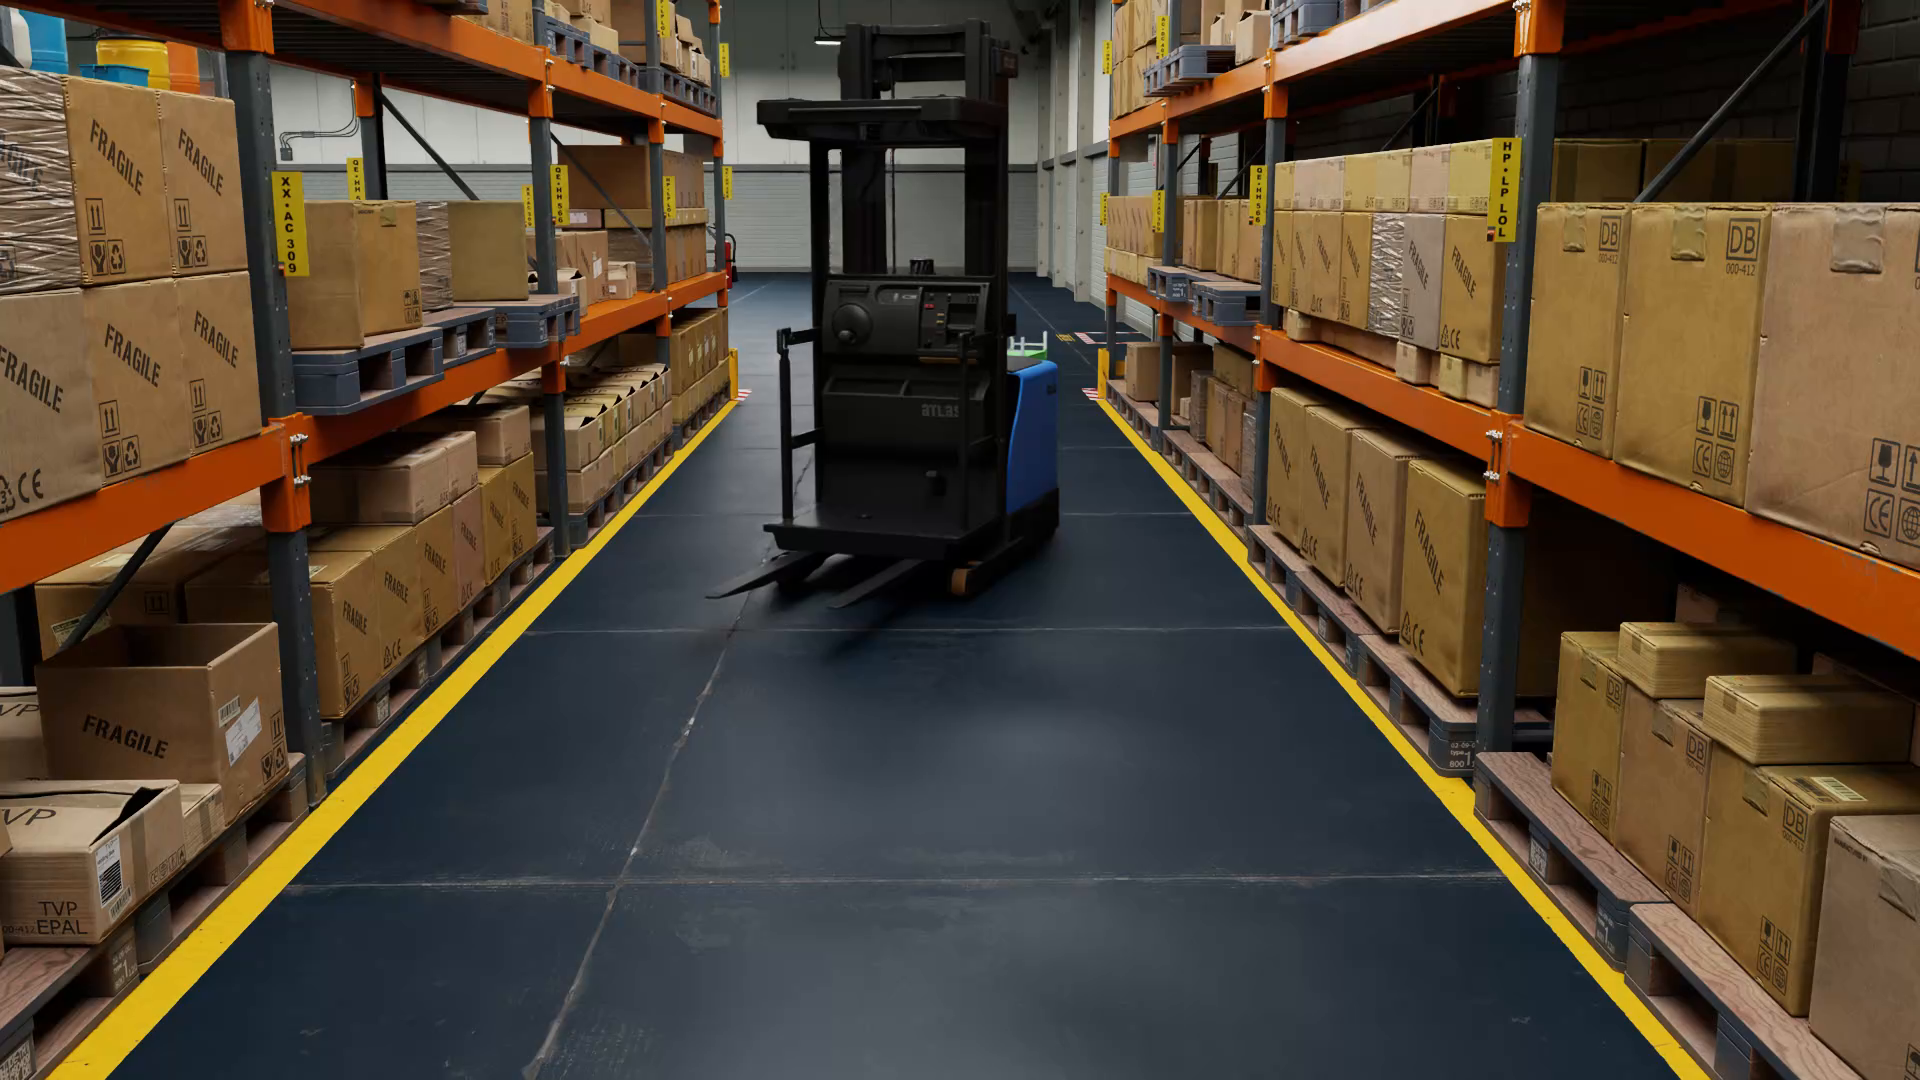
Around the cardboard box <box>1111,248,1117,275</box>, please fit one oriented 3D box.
[{"bbox_3d":[1.754,-2.714,16.220,0.500,0.250,0.500,-1,11,-3],"label":"cardboard box"}]

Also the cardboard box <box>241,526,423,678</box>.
[{"bbox_3d":[-2.457,0.233,6.544,0.500,0.500,0.500,0,11,0],"label":"cardboard box"}]

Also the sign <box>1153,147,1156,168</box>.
[{"bbox_3d":[2.878,-5.666,24.612,0.001,0.298,0.199,0,11,-1],"label":"sign"}]

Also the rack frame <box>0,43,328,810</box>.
[{"bbox_3d":[-2.668,-0.573,5.338,1.000,3.000,0.127,0,11,-1],"label":"rack frame"}]

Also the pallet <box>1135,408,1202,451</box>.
[{"bbox_3d":[2.070,-0.951,14.216,1.003,0.211,1.213,0,11,-1],"label":"pallet"}]

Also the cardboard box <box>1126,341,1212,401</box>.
[{"bbox_3d":[1.937,-1.573,15.447,0.700,0.500,0.500,-1,12,-5],"label":"cardboard box"}]

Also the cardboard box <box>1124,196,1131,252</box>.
[{"bbox_3d":[1.773,-2.883,15.168,0.500,0.500,0.500,0,11,1],"label":"cardboard box"}]

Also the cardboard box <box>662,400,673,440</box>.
[{"bbox_3d":[-2.535,-0.940,13.008,0.500,0.250,0.500,0,11,-2],"label":"cardboard box"}]

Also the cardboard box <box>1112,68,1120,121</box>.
[{"bbox_3d":[1.793,-4.441,16.557,0.500,0.500,0.500,0,11,0],"label":"cardboard box"}]

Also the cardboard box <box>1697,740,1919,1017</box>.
[{"bbox_3d":[2.212,0.776,3.919,0.700,0.500,0.500,0,11,0],"label":"cardboard box"}]

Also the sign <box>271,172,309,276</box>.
[{"bbox_3d":[-2.126,-1.001,5.271,0.100,0.325,0.005,0,11,-1],"label":"sign"}]

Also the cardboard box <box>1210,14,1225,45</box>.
[{"bbox_3d":[2.063,-3.585,11.809,0.500,0.311,0.500,0,11,1],"label":"cardboard box"}]

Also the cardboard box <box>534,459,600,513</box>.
[{"bbox_3d":[-2.468,-0.332,10.008,0.500,0.250,0.500,0,11,-1],"label":"cardboard box"}]

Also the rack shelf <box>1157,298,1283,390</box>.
[{"bbox_3d":[2.160,-1.434,11.393,1.077,0.370,4.000,0,11,-1],"label":"rack shelf"}]

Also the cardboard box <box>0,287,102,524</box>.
[{"bbox_3d":[-2.377,-0.319,3.835,0.500,0.500,0.500,0,11,0],"label":"cardboard box"}]

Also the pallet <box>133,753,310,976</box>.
[{"bbox_3d":[-2.655,0.930,4.943,1.003,0.211,1.213,0,11,-1],"label":"pallet"}]

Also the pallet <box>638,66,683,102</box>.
[{"bbox_3d":[-2.877,-3.759,13.723,1.003,0.211,1.213,0,11,-1],"label":"pallet"}]

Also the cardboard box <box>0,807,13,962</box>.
[{"bbox_3d":[-2.625,0.808,3.702,0.797,0.503,0.637,0,11,-1],"label":"cardboard box"}]

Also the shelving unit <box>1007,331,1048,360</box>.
[{"bbox_3d":[0.358,-0.696,10.474,0.258,1.200,0.503,4,12,19],"label":"shelving unit"}]

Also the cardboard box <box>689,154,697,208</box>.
[{"bbox_3d":[-2.902,-3.435,15.933,0.700,0.500,0.500,-1,11,-3],"label":"cardboard box"}]

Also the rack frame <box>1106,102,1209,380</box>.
[{"bbox_3d":[2.036,-2.979,17.200,1.000,3.000,0.127,0,11,-1],"label":"rack frame"}]

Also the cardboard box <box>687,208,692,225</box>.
[{"bbox_3d":[-2.690,-2.993,15.383,0.380,0.149,0.250,0,11,0],"label":"cardboard box"}]

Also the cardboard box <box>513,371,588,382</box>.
[{"bbox_3d":[-3.069,-1.113,12.452,0.500,0.311,0.500,0,11,-2],"label":"cardboard box"}]

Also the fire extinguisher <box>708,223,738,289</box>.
[{"bbox_3d":[-2.454,-2.946,17.229,0.296,0.674,0.183,0,11,-1],"label":"fire extinguisher"}]

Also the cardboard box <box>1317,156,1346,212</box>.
[{"bbox_3d":[1.979,-1.664,7.779,0.500,0.250,0.500,0,11,-1],"label":"cardboard box"}]

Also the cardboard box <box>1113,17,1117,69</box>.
[{"bbox_3d":[1.801,-4.921,16.408,0.500,0.500,0.500,-1,12,-5],"label":"cardboard box"}]

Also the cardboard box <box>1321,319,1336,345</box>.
[{"bbox_3d":[2.022,-1.057,8.304,0.380,0.149,0.250,0,11,-2],"label":"cardboard box"}]

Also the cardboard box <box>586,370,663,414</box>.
[{"bbox_3d":[-2.522,-1.113,12.452,0.500,0.311,0.500,0,11,0],"label":"cardboard box"}]

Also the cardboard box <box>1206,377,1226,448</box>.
[{"bbox_3d":[2.211,-0.926,12.260,0.700,0.500,0.500,0,11,-2],"label":"cardboard box"}]

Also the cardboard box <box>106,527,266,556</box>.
[{"bbox_3d":[-2.967,0.241,6.505,0.500,0.500,0.500,0,11,-1],"label":"cardboard box"}]

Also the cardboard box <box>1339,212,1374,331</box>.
[{"bbox_3d":[1.985,-1.190,7.329,0.500,0.500,0.500,0,11,0],"label":"cardboard box"}]

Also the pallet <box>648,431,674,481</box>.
[{"bbox_3d":[-2.780,-0.650,12.733,1.003,0.211,1.213,0,11,-1],"label":"pallet"}]

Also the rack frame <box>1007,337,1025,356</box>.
[{"bbox_3d":[0.278,-0.651,10.249,0.240,1.200,0.015,4,12,19],"label":"rack frame"}]

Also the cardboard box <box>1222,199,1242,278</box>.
[{"bbox_3d":[2.134,-1.995,10.989,0.700,0.500,0.500,0,11,-1],"label":"cardboard box"}]

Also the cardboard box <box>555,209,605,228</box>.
[{"bbox_3d":[-3.054,-2.583,13.365,0.380,0.149,0.250,0,11,-1],"label":"cardboard box"}]

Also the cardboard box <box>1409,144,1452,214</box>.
[{"bbox_3d":[2.018,-1.359,6.280,0.500,0.250,0.500,0,11,0],"label":"cardboard box"}]

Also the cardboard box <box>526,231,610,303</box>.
[{"bbox_3d":[-2.823,-1.955,11.898,0.500,0.500,0.500,1,11,3],"label":"cardboard box"}]

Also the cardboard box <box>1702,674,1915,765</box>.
[{"bbox_3d":[2.033,0.429,3.999,0.380,0.149,0.250,-1,11,-3],"label":"cardboard box"}]

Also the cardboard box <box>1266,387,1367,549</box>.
[{"bbox_3d":[2.085,-0.395,8.810,0.750,0.750,0.750,0,11,-2],"label":"cardboard box"}]

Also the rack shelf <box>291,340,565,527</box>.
[{"bbox_3d":[-2.710,-0.618,7.370,1.077,0.370,4.000,0,11,-1],"label":"rack shelf"}]

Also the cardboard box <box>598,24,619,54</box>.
[{"bbox_3d":[-2.831,-3.643,12.248,0.500,0.250,0.500,1,12,5],"label":"cardboard box"}]

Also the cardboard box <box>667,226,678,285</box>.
[{"bbox_3d":[-2.873,-2.505,14.610,0.700,0.500,0.500,0,11,0],"label":"cardboard box"}]

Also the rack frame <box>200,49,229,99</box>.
[{"bbox_3d":[-7.869,-5.879,16.403,1.000,3.000,0.127,0,11,-1],"label":"rack frame"}]

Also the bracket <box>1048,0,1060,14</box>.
[{"bbox_3d":[2.126,-11.723,36.155,0.076,0.066,4.783,0,11,-1],"label":"bracket"}]

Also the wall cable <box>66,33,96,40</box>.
[{"bbox_3d":[-25.232,-13.173,47.467,3.097,2.526,0.112,0,11,-1],"label":"wall cable"}]

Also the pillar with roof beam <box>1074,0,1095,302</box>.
[{"bbox_3d":[-1.761,-9.344,33.485,9.100,9.000,0.400,0,11,-1],"label":"pillar with roof beam"}]

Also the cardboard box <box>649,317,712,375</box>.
[{"bbox_3d":[-2.564,-1.780,15.264,0.500,0.500,0.500,0,11,-1],"label":"cardboard box"}]

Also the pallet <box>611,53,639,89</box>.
[{"bbox_3d":[-2.803,-3.364,12.034,0.805,0.209,1.217,-1,11,-3],"label":"pallet"}]

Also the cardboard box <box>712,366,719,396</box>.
[{"bbox_3d":[-2.576,-1.512,15.829,0.500,0.250,0.500,0,11,-1],"label":"cardboard box"}]

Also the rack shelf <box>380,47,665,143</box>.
[{"bbox_3d":[-2.792,-2.883,10.991,1.077,0.370,4.000,0,11,-1],"label":"rack shelf"}]

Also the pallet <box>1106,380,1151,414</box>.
[{"bbox_3d":[2.019,-1.436,16.606,1.003,0.211,1.213,0,11,-1],"label":"pallet"}]

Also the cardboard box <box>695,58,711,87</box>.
[{"bbox_3d":[-2.629,-4.401,15.634,0.500,0.250,0.500,0,11,-1],"label":"cardboard box"}]

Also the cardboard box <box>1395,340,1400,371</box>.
[{"bbox_3d":[2.002,-0.750,6.791,0.380,0.149,0.250,0,11,-1],"label":"cardboard box"}]

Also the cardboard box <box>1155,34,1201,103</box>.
[{"bbox_3d":[1.861,-3.813,13.463,0.500,0.500,0.500,0,11,0],"label":"cardboard box"}]

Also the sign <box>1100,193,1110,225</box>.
[{"bbox_3d":[1.494,-3.401,17.103,0.100,0.325,0.005,0,11,-1],"label":"sign"}]

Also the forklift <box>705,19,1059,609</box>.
[{"bbox_3d":[-0.362,-1.220,8.701,1.130,2.935,3.031,4,12,19],"label":"forklift"}]
